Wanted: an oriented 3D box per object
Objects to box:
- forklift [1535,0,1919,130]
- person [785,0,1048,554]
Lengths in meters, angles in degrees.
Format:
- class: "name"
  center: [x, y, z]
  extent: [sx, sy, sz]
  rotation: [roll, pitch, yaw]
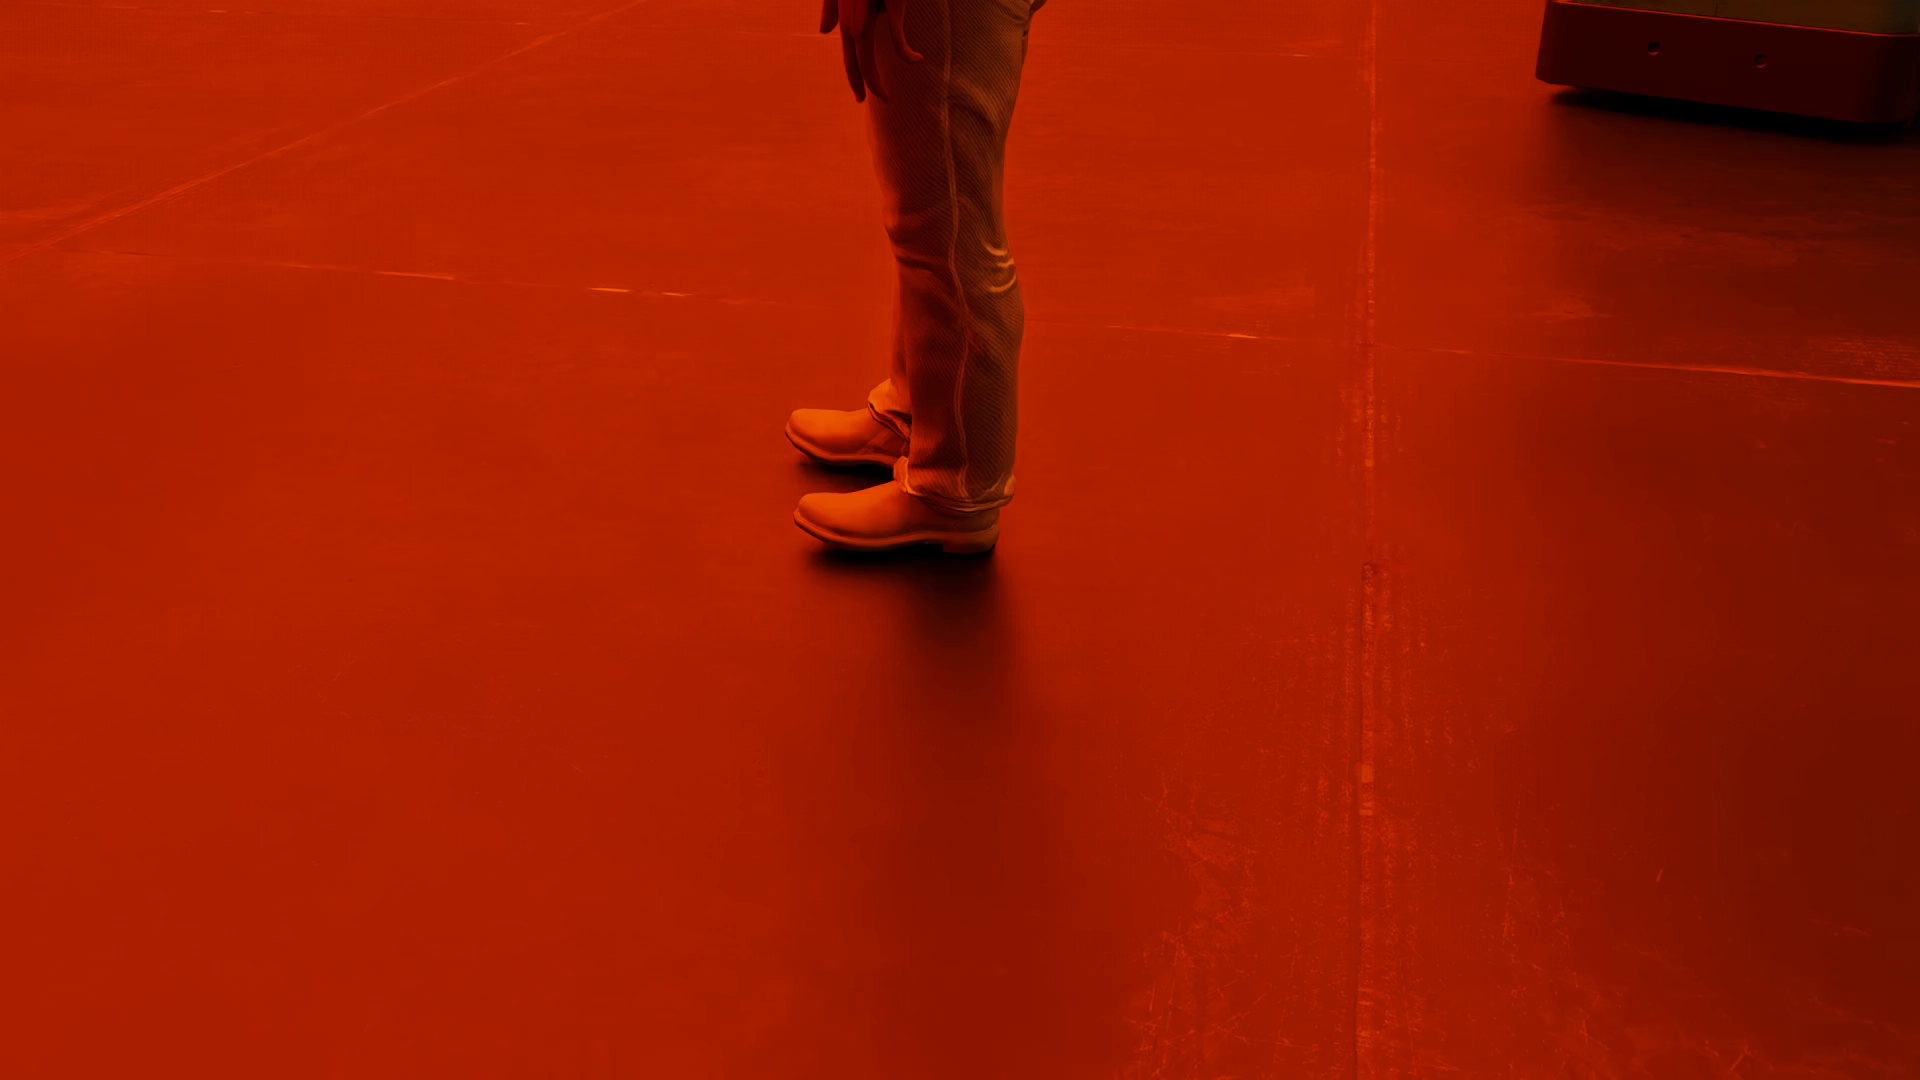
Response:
- class: "forklift"
  center: [3.115, -3.066, 5.323]
  extent: [1.130, 2.935, 3.031]
  rotation: [20, 33, 34]
- class: "person"
  center: [-0.066, -0.805, 2.118]
  extent: [0.577, 1.765, 0.665]
  rotation: [6, 27, 11]
